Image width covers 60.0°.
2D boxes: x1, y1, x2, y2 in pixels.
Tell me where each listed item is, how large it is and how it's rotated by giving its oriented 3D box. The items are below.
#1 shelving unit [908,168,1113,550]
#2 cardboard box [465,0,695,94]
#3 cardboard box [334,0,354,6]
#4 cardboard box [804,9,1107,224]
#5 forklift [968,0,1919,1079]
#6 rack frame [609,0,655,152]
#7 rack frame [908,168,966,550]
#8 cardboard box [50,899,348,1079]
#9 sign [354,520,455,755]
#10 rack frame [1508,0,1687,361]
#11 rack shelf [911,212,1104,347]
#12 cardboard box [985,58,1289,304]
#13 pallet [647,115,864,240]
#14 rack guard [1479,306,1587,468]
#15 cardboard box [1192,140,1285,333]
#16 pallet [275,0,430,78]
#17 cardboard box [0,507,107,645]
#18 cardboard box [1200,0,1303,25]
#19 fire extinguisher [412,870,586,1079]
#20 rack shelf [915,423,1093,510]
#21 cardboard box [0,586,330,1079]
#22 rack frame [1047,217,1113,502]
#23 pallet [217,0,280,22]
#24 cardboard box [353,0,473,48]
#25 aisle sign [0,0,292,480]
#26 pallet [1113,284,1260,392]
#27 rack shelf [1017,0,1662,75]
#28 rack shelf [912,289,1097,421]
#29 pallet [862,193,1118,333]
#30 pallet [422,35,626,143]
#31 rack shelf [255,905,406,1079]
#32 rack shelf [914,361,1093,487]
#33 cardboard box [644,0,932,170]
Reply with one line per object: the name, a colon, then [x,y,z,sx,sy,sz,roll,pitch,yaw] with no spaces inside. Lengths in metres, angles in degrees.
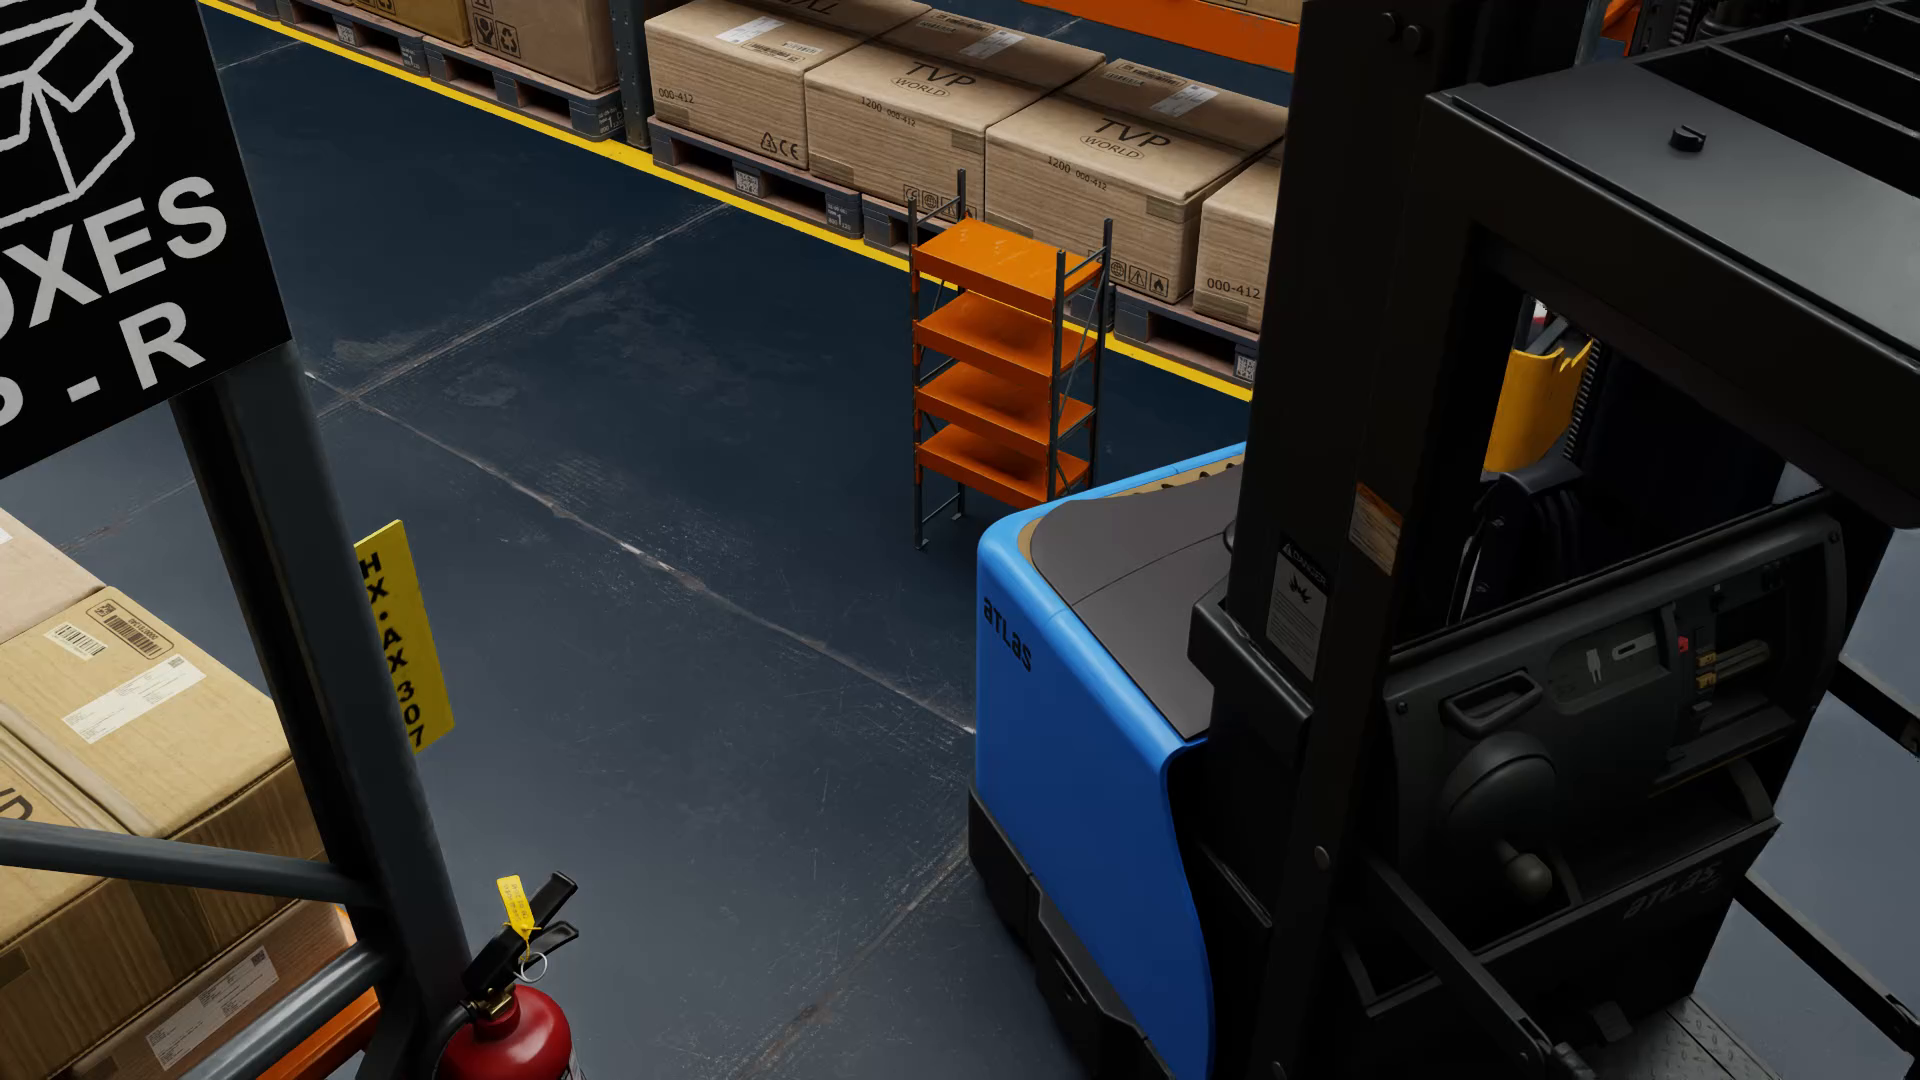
shelving unit: [0.132,-0.410,4.801,0.503,1.200,0.258,25,45,29]
cardboard box: [-1.699,-2.717,7.669,0.875,0.875,0.875,27,45,30]
cardboard box: [-3.131,-3.386,8.525,0.875,0.875,0.875,26,45,29]
cardboard box: [-0.013,-1.729,6.762,0.875,0.438,0.875,24,44,27]
forklift: [1.137,0.331,2.449,1.130,2.935,3.031,-17,41,-21]
rack frame: [-1.157,-3.195,6.897,0.127,3.000,1.000,25,45,29]
rack frame: [-0.062,-0.502,4.918,0.015,1.200,0.240,25,45,29]
cardboard box: [-1.087,0.577,2.284,0.250,0.149,0.380,25,44,28]
sign: [-0.663,0.129,1.950,0.005,0.325,0.100,25,45,29]
rack frame: [2.020,-1.697,4.984,0.127,3.000,1.000,25,45,29]
rack shelf: [0.132,-0.720,4.559,0.480,0.148,0.258,25,45,29]
cardboard box: [0.703,-1.390,6.330,0.875,0.438,0.875,27,45,30]
pallet: [-0.601,-1.774,7.344,1.213,0.211,1.003,25,45,29]
rack guard: [2.039,-0.703,5.743,0.348,0.500,1.175,25,45,29]
cardboard box: [1.435,-1.051,5.897,0.875,0.438,0.875,24,44,27]
pallet: [-2.789,-2.806,8.662,1.213,0.211,1.003,25,45,29]
cardboard box: [-1.590,0.187,2.459,0.500,0.250,0.500,26,45,29]
cardboard box: [1.086,-1.982,5.268,0.500,0.500,0.500,24,44,28]
fire extinguisher: [-0.595,0.741,2.235,0.183,0.674,0.296,25,45,29]
rack shelf: [0.132,-0.201,4.965,0.480,0.148,0.258,25,45,29]
cardboard box: [-1.190,0.375,2.218,0.500,0.250,0.500,25,45,29]
rack frame: [0.325,-0.319,4.684,0.015,1.200,0.240,25,45,29]
pallet: [-3.754,-3.263,9.246,1.213,0.211,1.003,25,45,29]
cardboard box: [-2.421,-3.051,8.097,0.875,0.875,0.875,27,45,30]
aisle sign: [-0.760,-0.407,1.227,0.004,0.787,0.394,25,45,29]
pallet: [1.337,-0.860,6.177,1.213,0.211,1.003,25,45,29]
rack shelf: [0.431,-2.162,6.162,4.000,0.370,1.077,25,45,29]
rack shelf: [0.132,-0.534,4.705,0.480,0.148,0.258,25,45,29]
pallet: [0.372,-1.317,6.761,1.213,0.211,1.003,25,45,29]
pallet: [-1.816,-2.349,8.079,1.213,0.211,1.003,25,45,29]
rack shelf: [-2.581,0.269,3.056,4.000,0.370,1.077,25,45,29]
rack shelf: [0.132,-0.357,4.842,0.480,0.148,0.258,25,45,29]
cardboard box: [-0.724,-2.064,7.190,0.875,0.438,0.875,25,44,28]
